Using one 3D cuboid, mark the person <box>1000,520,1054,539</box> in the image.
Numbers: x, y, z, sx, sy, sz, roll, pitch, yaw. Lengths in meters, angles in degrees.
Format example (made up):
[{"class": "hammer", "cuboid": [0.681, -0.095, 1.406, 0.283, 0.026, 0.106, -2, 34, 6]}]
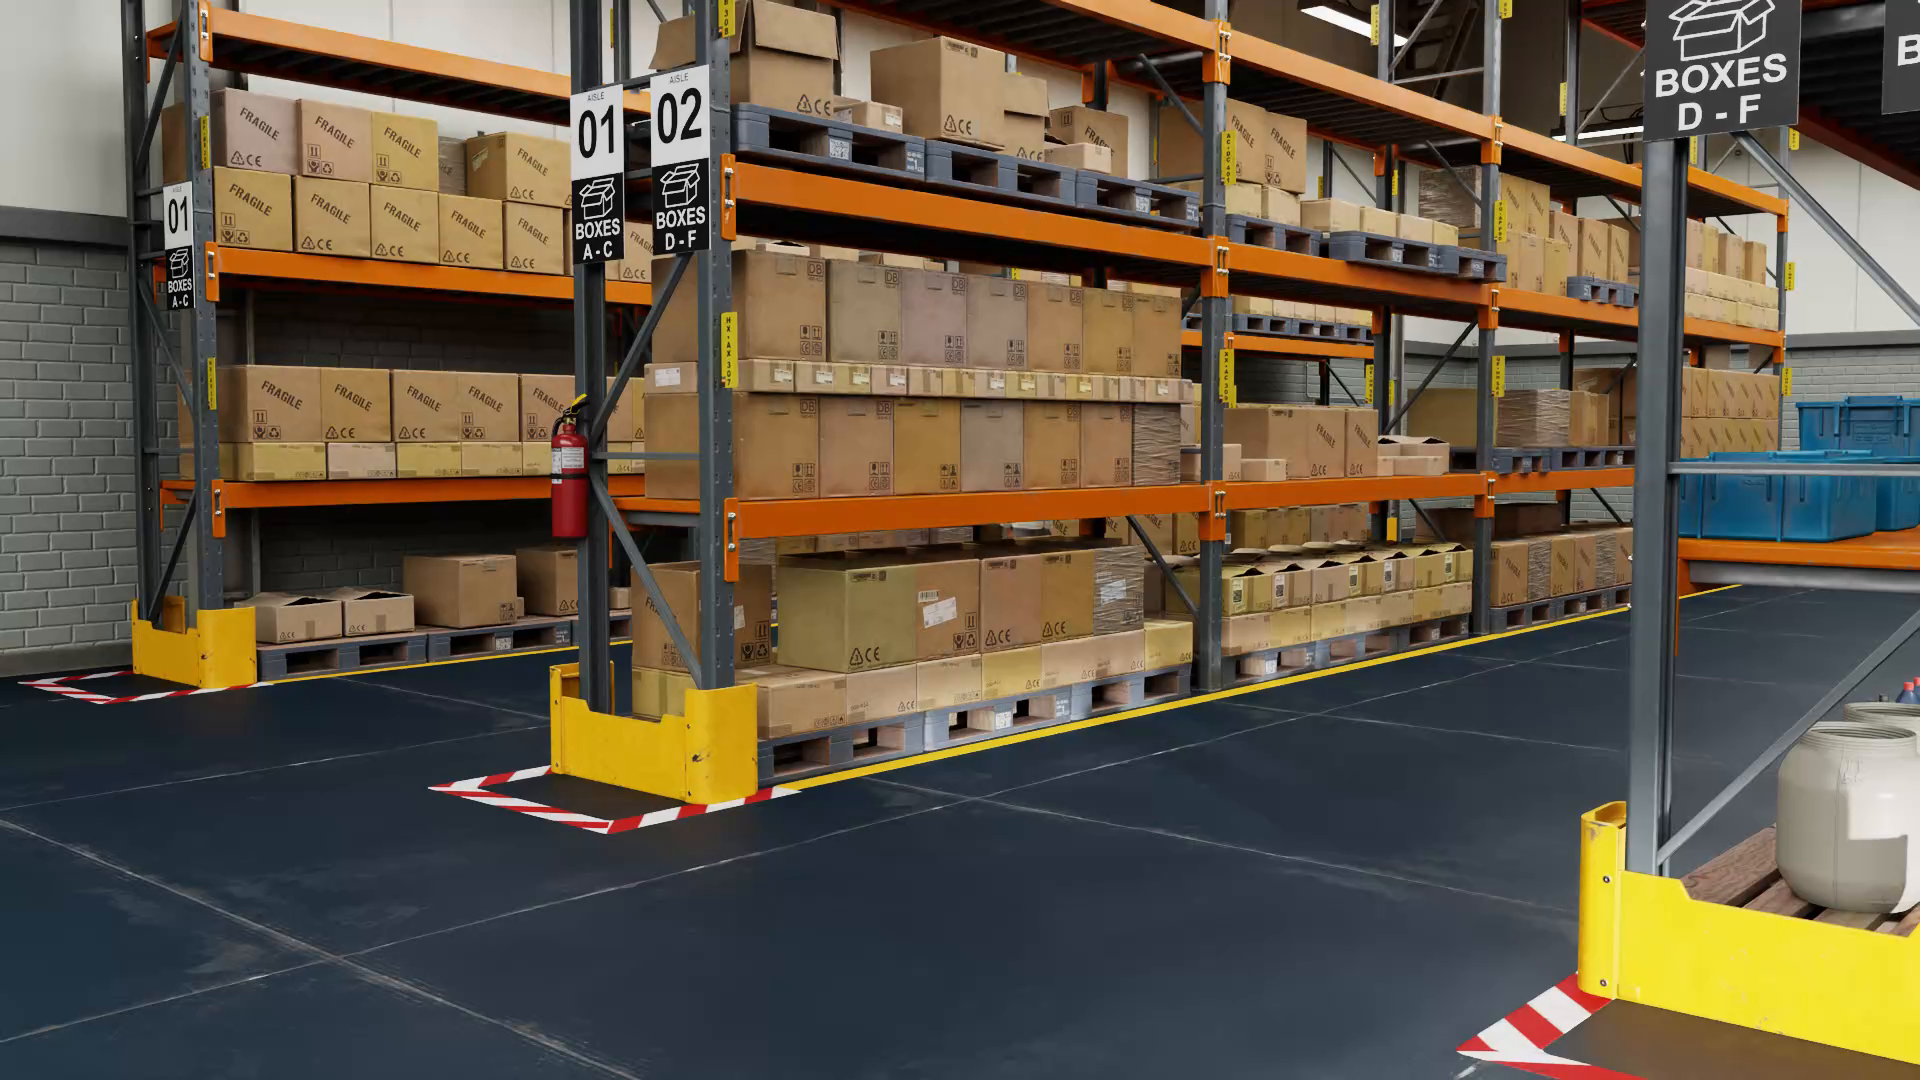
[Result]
[{"class": "person", "cuboid": [0.534, -0.085, 12.946, 0.358, 1.772, 0.532, 3, 5, 42]}]
